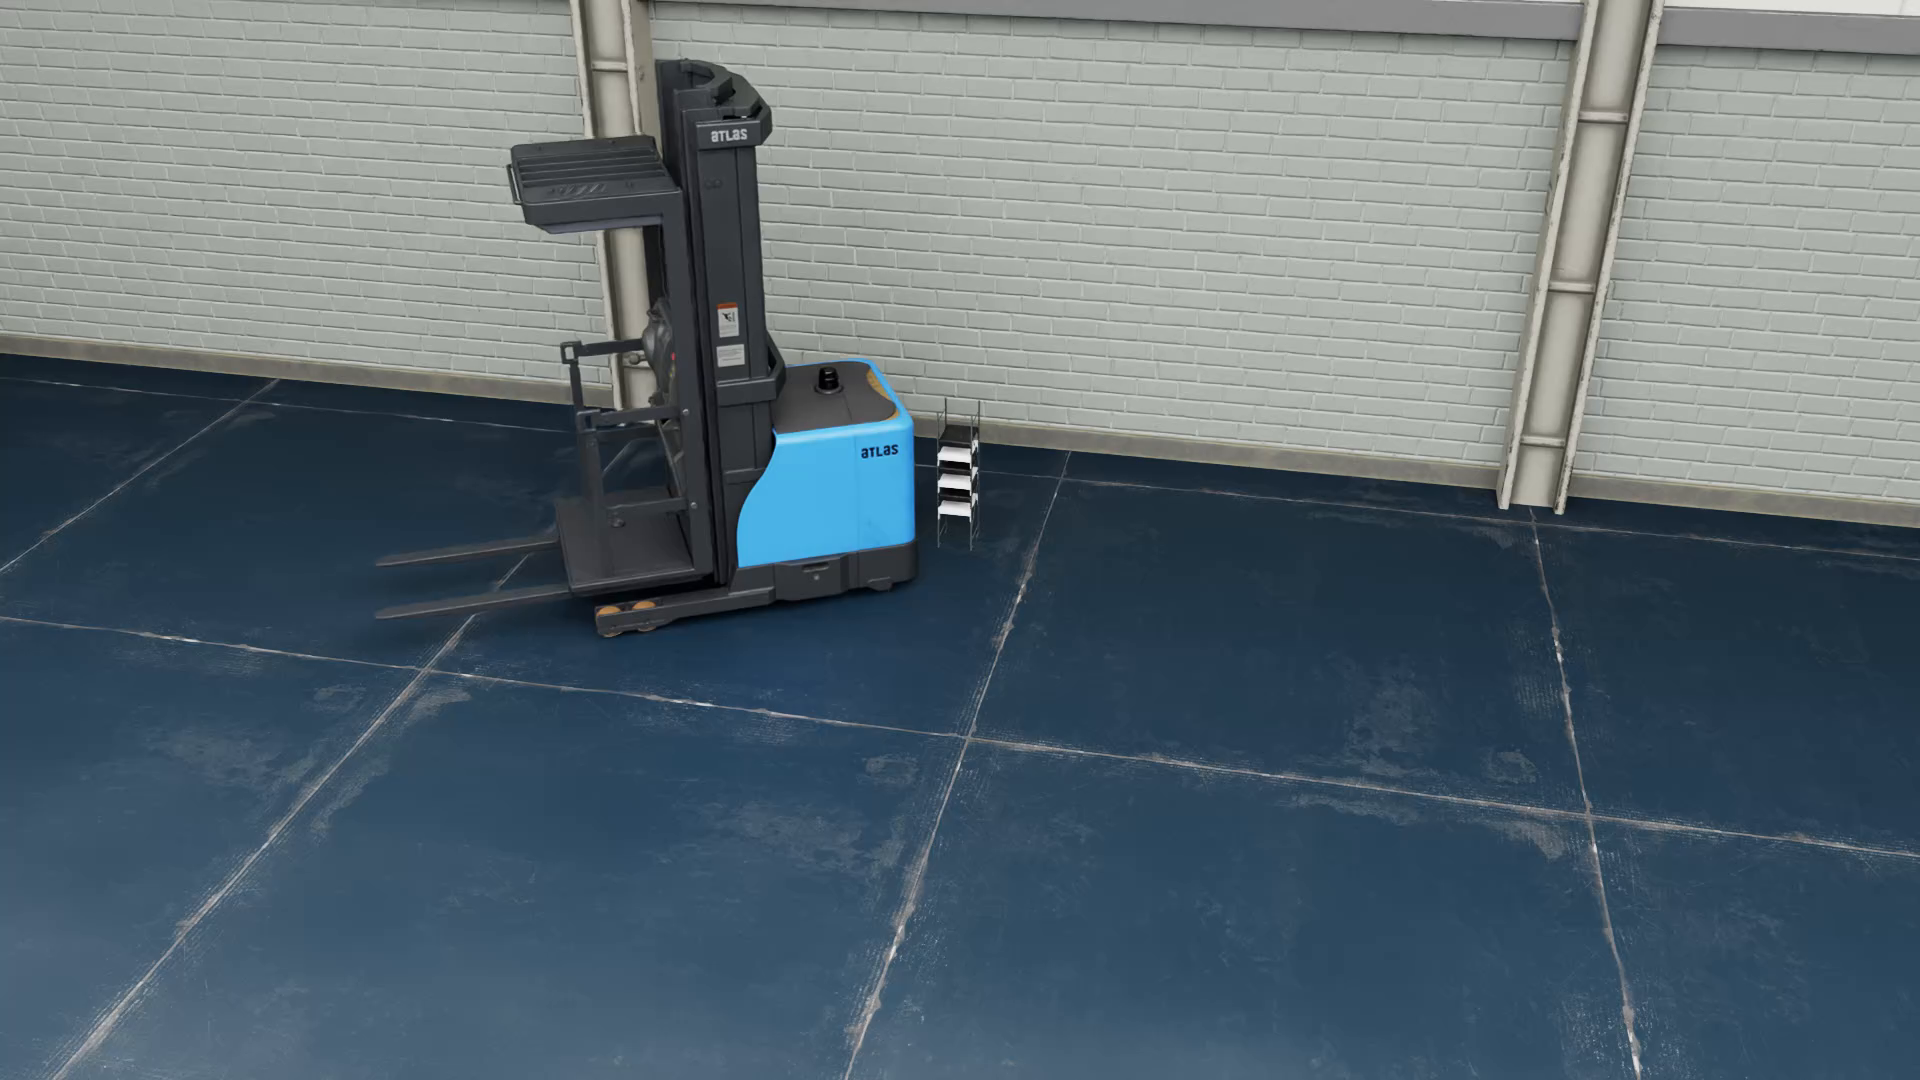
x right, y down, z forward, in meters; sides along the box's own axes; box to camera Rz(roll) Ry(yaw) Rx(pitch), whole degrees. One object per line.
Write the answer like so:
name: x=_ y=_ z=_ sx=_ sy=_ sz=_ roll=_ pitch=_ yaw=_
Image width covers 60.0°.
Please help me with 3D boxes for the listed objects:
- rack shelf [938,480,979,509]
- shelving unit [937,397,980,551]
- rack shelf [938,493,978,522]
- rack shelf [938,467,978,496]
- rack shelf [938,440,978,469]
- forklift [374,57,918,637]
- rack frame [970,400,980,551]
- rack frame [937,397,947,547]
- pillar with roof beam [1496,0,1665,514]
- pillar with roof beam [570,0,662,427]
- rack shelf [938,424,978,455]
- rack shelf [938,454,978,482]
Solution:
rack shelf: x=-0.008 y=-0.287 z=10.095 sx=0.200 sy=0.077 sz=0.258 roll=6 pitch=29 yaw=11
shelving unit: x=-0.008 y=-0.396 z=10.035 sx=0.210 sy=0.900 sz=0.258 roll=6 pitch=29 yaw=11
rack shelf: x=-0.008 y=-0.208 z=10.138 sx=0.200 sy=0.077 sz=0.258 roll=6 pitch=29 yaw=11
rack shelf: x=-0.008 y=-0.366 z=10.051 sx=0.200 sy=0.077 sz=0.258 roll=6 pitch=29 yaw=11
rack shelf: x=-0.008 y=-0.524 z=9.965 sx=0.200 sy=0.077 sz=0.258 roll=6 pitch=29 yaw=11
forklift: x=-1.821 y=-1.030 z=9.080 sx=3.031 sy=2.935 sz=1.130 roll=-8 pitch=30 yaw=-15
rack frame: x=0.091 y=-0.385 z=10.017 sx=0.006 sy=0.900 sz=0.240 roll=6 pitch=29 yaw=11
rack frame: x=-0.107 y=-0.406 z=10.054 sx=0.006 sy=0.900 sz=0.240 roll=6 pitch=29 yaw=11
pillar with roof beam: x=2.769 y=-2.179 z=4.860 sx=0.400 sy=9.000 sz=9.100 roll=6 pitch=29 yaw=11
pillar with roof beam: x=-3.098 y=-2.781 z=5.959 sx=0.400 sy=9.000 sz=9.100 roll=6 pitch=29 yaw=11
rack shelf: x=-0.008 y=-0.603 z=9.922 sx=0.200 sy=0.077 sz=0.258 roll=6 pitch=29 yaw=11
rack shelf: x=-0.008 y=-0.445 z=10.008 sx=0.200 sy=0.077 sz=0.258 roll=6 pitch=29 yaw=11
